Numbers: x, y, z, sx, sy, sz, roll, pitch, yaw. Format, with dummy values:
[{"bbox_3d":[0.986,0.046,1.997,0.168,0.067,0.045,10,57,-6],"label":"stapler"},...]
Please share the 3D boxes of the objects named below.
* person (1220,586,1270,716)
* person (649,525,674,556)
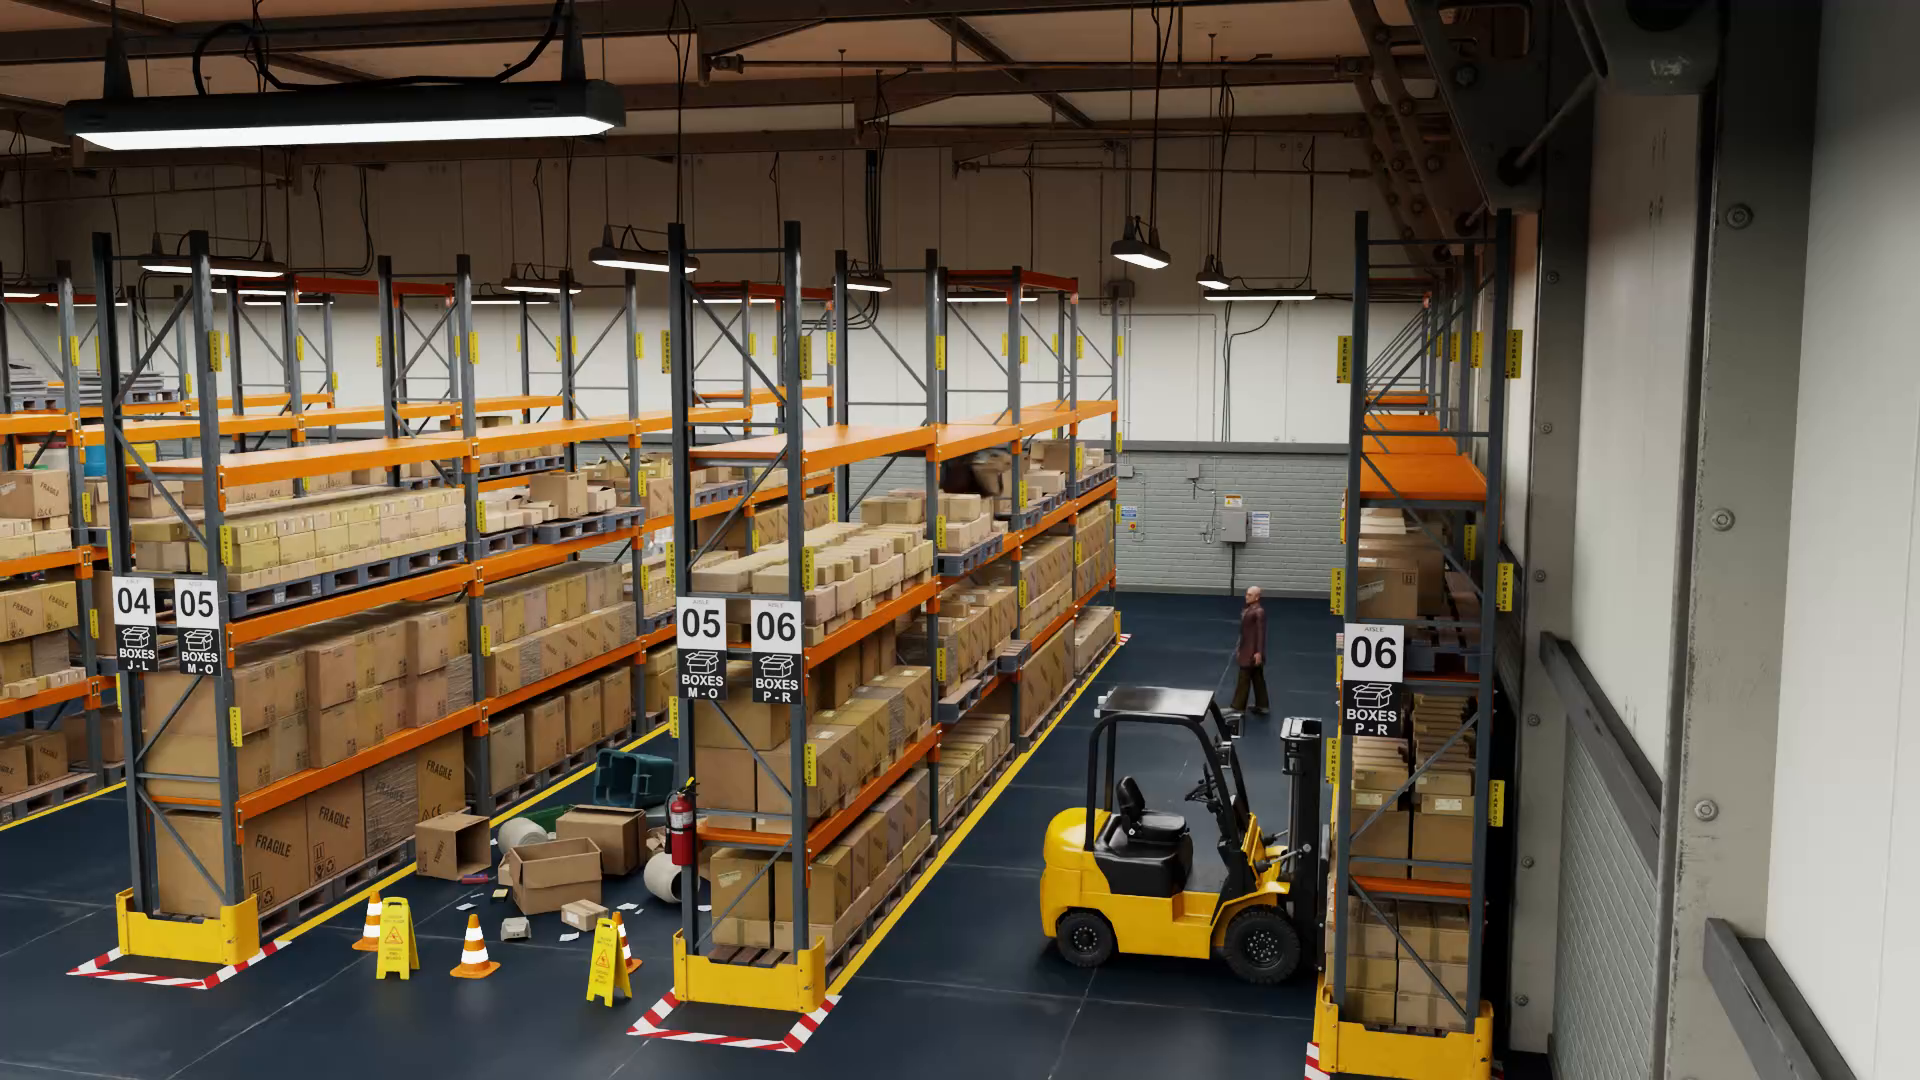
[{"bbox_3d":[3.923,1.511,22.841,0.689,1.768,0.615,1,7,11],"label":"person"},{"bbox_3d":[-6.132,0.104,34.303,0.582,1.789,0.398,3,8,23],"label":"person"}]
